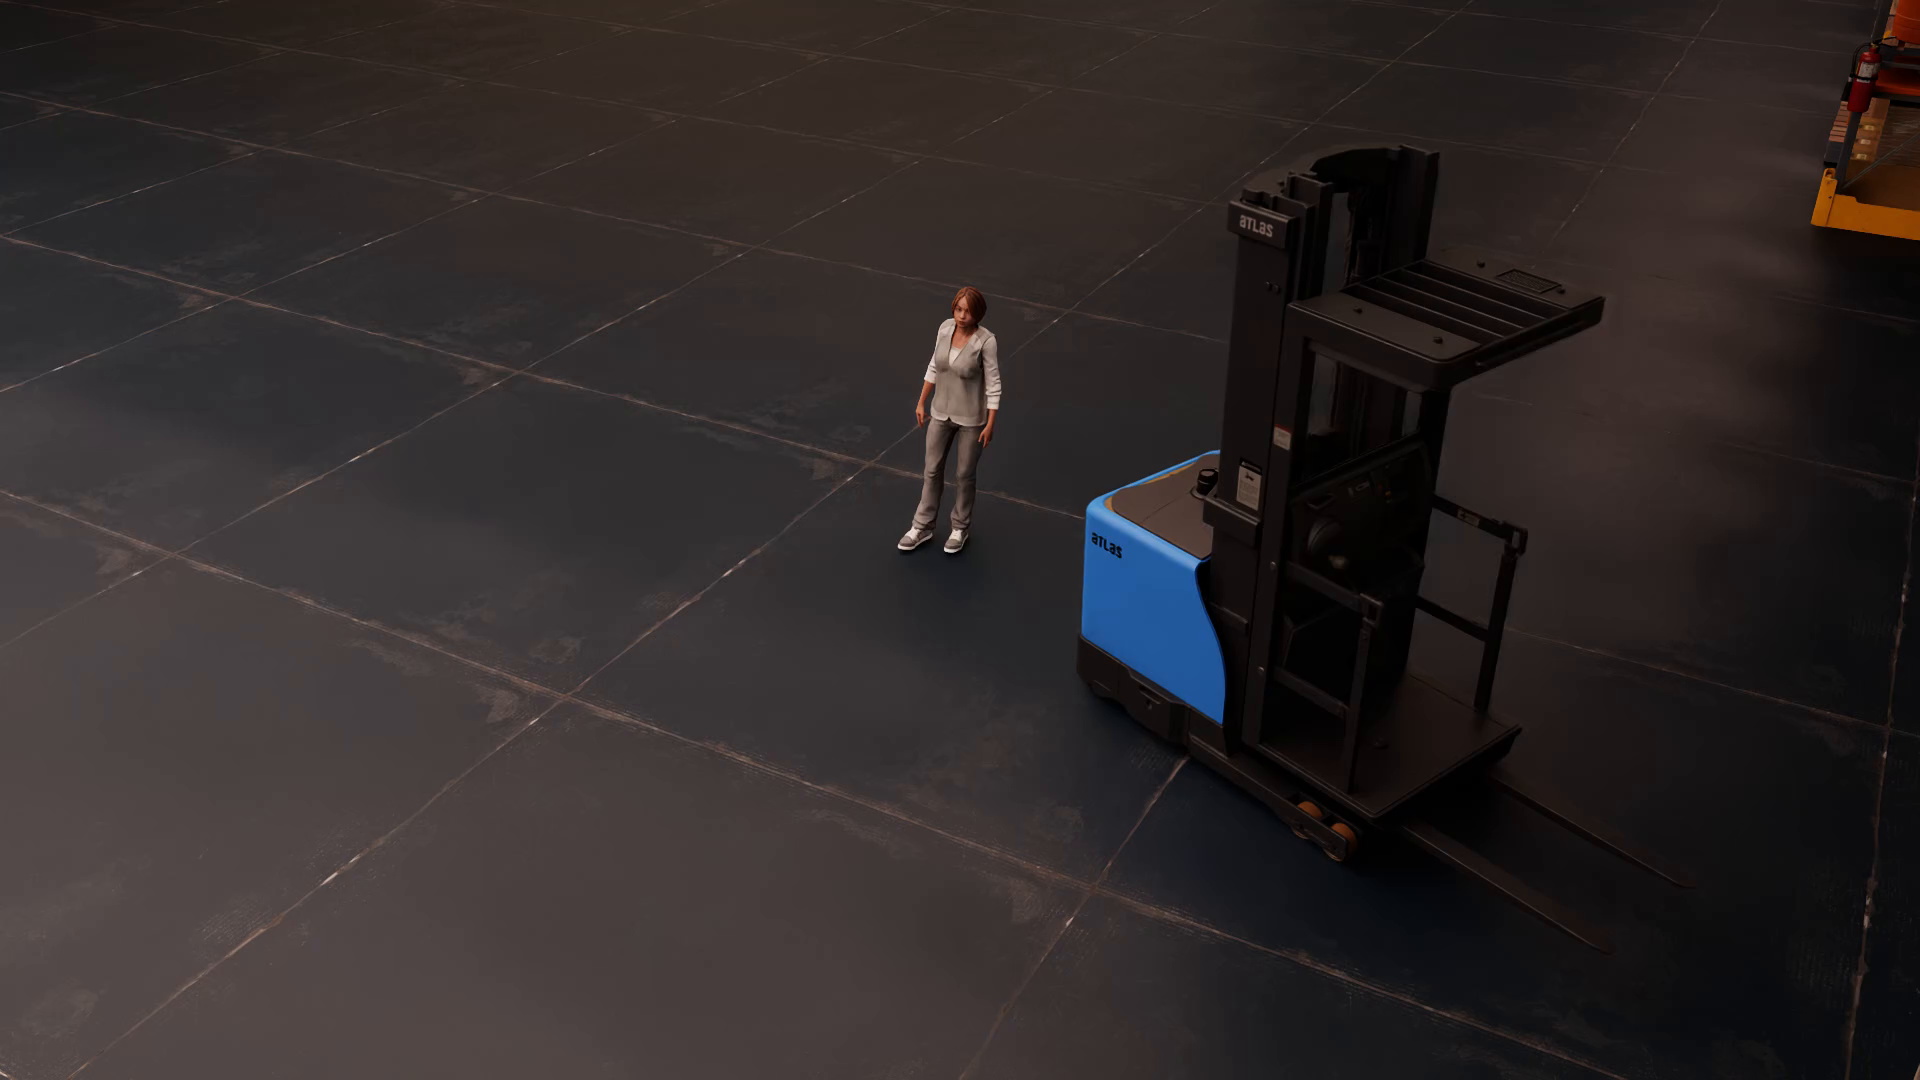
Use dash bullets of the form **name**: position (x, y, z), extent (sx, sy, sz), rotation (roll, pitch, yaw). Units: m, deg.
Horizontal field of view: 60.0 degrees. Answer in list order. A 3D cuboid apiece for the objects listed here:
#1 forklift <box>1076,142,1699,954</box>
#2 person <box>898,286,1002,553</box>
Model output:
- **forklift**: position (1.922, -0.108, 7.257), extent (1.130, 2.935, 3.031), rotation (-22, 37, -33)
- **person**: position (-0.048, -0.629, 9.573), extent (0.519, 1.504, 0.474), rotation (15, 33, 25)
